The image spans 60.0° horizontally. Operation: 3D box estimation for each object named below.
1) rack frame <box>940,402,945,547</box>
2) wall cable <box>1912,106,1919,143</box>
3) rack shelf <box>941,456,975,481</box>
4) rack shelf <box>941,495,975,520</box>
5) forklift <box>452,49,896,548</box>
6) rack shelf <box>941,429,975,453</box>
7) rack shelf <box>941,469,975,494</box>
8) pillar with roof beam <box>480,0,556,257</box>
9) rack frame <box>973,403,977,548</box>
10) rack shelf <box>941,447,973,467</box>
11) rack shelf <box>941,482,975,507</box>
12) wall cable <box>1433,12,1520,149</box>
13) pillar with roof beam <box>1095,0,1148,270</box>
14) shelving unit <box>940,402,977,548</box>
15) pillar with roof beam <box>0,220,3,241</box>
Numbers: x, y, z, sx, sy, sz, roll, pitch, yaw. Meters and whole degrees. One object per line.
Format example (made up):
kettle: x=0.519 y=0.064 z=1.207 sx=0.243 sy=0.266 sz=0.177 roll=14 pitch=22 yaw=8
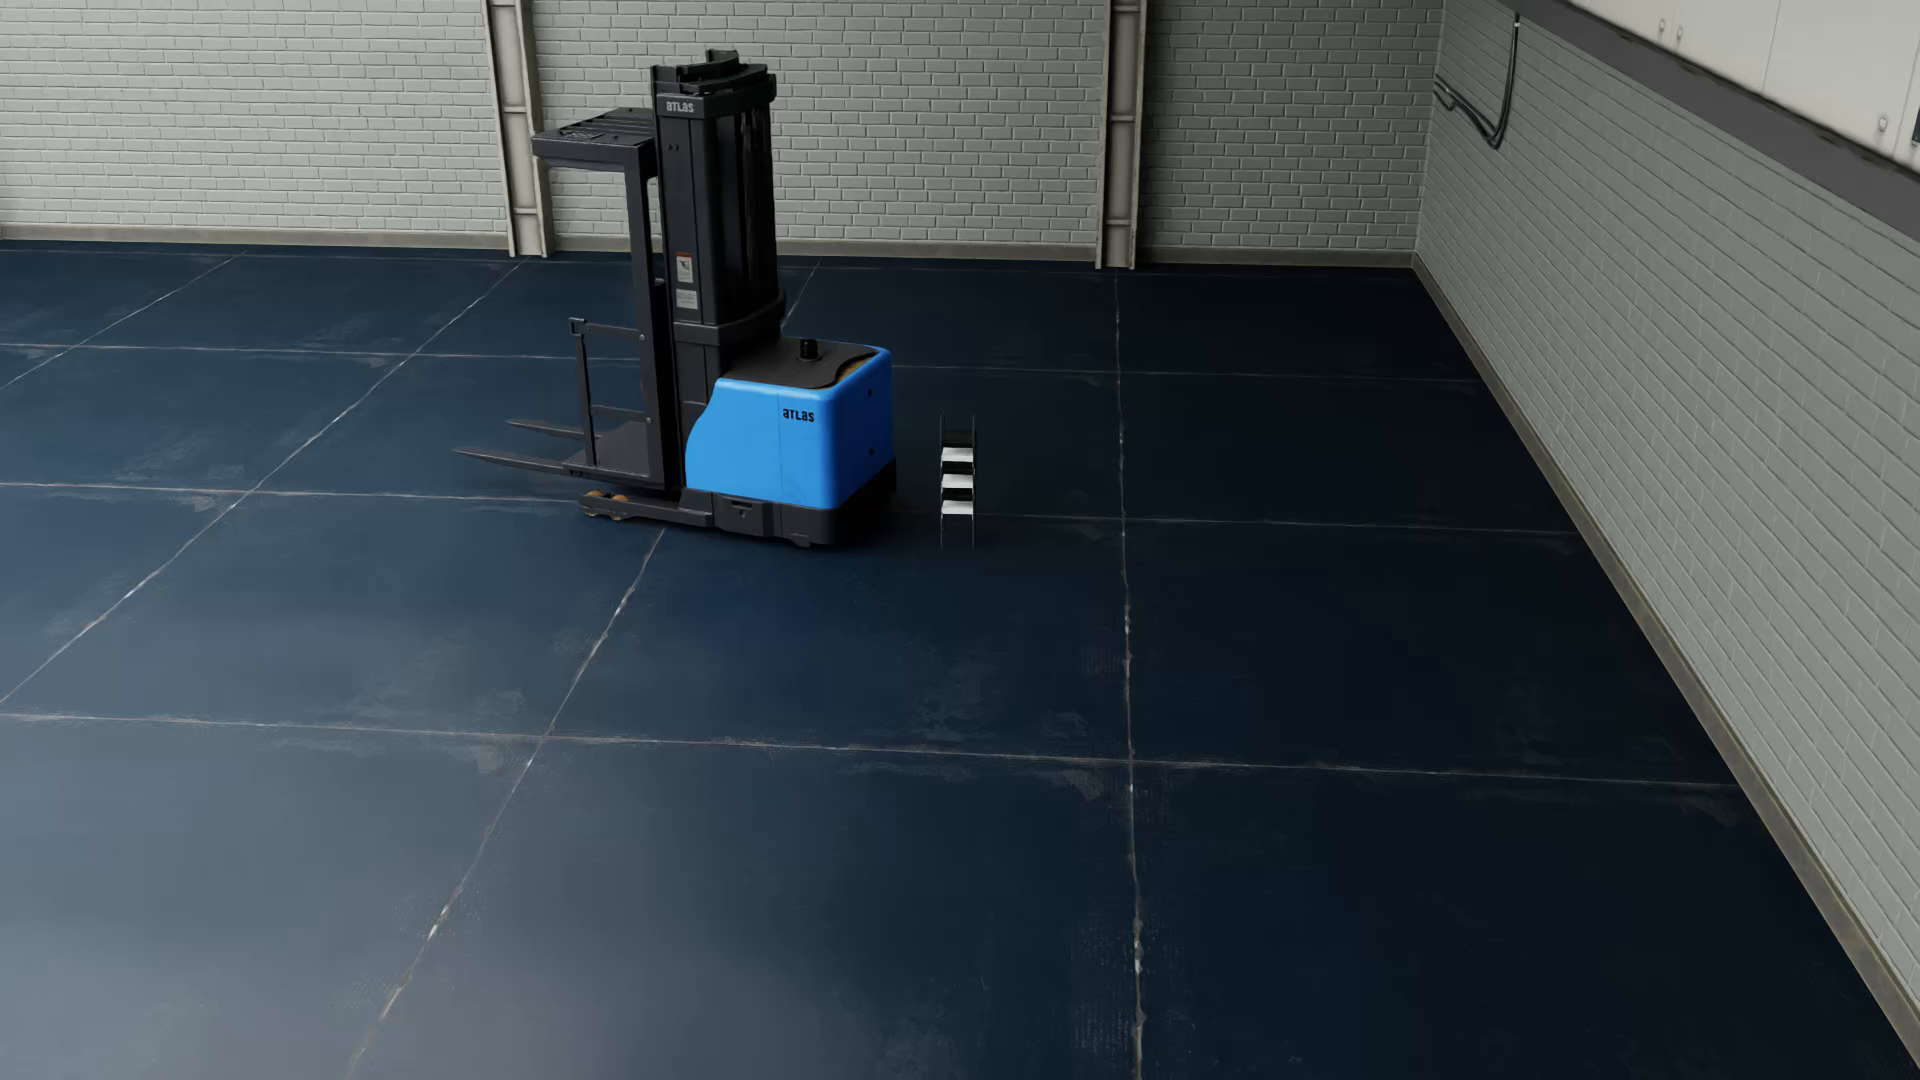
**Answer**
rack frame: x=-0.109 y=-0.412 z=10.570 sx=0.006 sy=0.900 sz=0.240 roll=2 pitch=25 yaw=4
wall cable: x=3.662 y=-3.807 z=4.190 sx=0.169 sy=6.003 sz=2.305 roll=2 pitch=25 yaw=4
rack shelf: x=-0.008 y=-0.461 z=10.539 sx=0.200 sy=0.077 sz=0.258 roll=2 pitch=25 yaw=4
rack shelf: x=-0.008 y=-0.215 z=10.652 sx=0.200 sy=0.077 sz=0.258 roll=2 pitch=25 yaw=4
forklift: x=-2.003 y=-1.655 z=10.840 sx=3.031 sy=2.935 sz=1.130 roll=9 pitch=26 yaw=19
rack shelf: x=-0.008 y=-0.624 z=10.464 sx=0.200 sy=0.077 sz=0.258 roll=2 pitch=25 yaw=4
rack shelf: x=-0.008 y=-0.379 z=10.576 sx=0.200 sy=0.077 sz=0.258 roll=2 pitch=25 yaw=4
pillar with roof beam: x=-4.744 y=-5.261 z=11.419 sx=0.400 sy=9.000 sz=9.100 roll=2 pitch=25 yaw=4
rack frame: x=0.093 y=-0.406 z=10.555 sx=0.006 sy=0.900 sz=0.240 roll=2 pitch=25 yaw=4
rack shelf: x=-0.008 y=-0.542 z=10.501 sx=0.200 sy=0.077 sz=0.258 roll=2 pitch=25 yaw=4
rack shelf: x=-0.008 y=-0.297 z=10.614 sx=0.200 sy=0.077 sz=0.258 roll=2 pitch=25 yaw=4
wall cable: x=4.404 y=-4.808 z=14.148 sx=0.112 sy=2.526 sz=3.097 roll=2 pitch=25 yaw=4
pillar with roof beam: x=1.239 y=-5.069 z=11.002 sx=0.400 sy=9.000 sz=9.100 roll=2 pitch=25 yaw=4
shelving unit: x=-0.008 y=-0.409 z=10.562 sx=0.210 sy=0.900 sz=0.258 roll=2 pitch=25 yaw=4
pillar with roof beam: x=-10.726 y=-5.453 z=11.836 sx=0.400 sy=9.000 sz=9.100 roll=2 pitch=25 yaw=4
